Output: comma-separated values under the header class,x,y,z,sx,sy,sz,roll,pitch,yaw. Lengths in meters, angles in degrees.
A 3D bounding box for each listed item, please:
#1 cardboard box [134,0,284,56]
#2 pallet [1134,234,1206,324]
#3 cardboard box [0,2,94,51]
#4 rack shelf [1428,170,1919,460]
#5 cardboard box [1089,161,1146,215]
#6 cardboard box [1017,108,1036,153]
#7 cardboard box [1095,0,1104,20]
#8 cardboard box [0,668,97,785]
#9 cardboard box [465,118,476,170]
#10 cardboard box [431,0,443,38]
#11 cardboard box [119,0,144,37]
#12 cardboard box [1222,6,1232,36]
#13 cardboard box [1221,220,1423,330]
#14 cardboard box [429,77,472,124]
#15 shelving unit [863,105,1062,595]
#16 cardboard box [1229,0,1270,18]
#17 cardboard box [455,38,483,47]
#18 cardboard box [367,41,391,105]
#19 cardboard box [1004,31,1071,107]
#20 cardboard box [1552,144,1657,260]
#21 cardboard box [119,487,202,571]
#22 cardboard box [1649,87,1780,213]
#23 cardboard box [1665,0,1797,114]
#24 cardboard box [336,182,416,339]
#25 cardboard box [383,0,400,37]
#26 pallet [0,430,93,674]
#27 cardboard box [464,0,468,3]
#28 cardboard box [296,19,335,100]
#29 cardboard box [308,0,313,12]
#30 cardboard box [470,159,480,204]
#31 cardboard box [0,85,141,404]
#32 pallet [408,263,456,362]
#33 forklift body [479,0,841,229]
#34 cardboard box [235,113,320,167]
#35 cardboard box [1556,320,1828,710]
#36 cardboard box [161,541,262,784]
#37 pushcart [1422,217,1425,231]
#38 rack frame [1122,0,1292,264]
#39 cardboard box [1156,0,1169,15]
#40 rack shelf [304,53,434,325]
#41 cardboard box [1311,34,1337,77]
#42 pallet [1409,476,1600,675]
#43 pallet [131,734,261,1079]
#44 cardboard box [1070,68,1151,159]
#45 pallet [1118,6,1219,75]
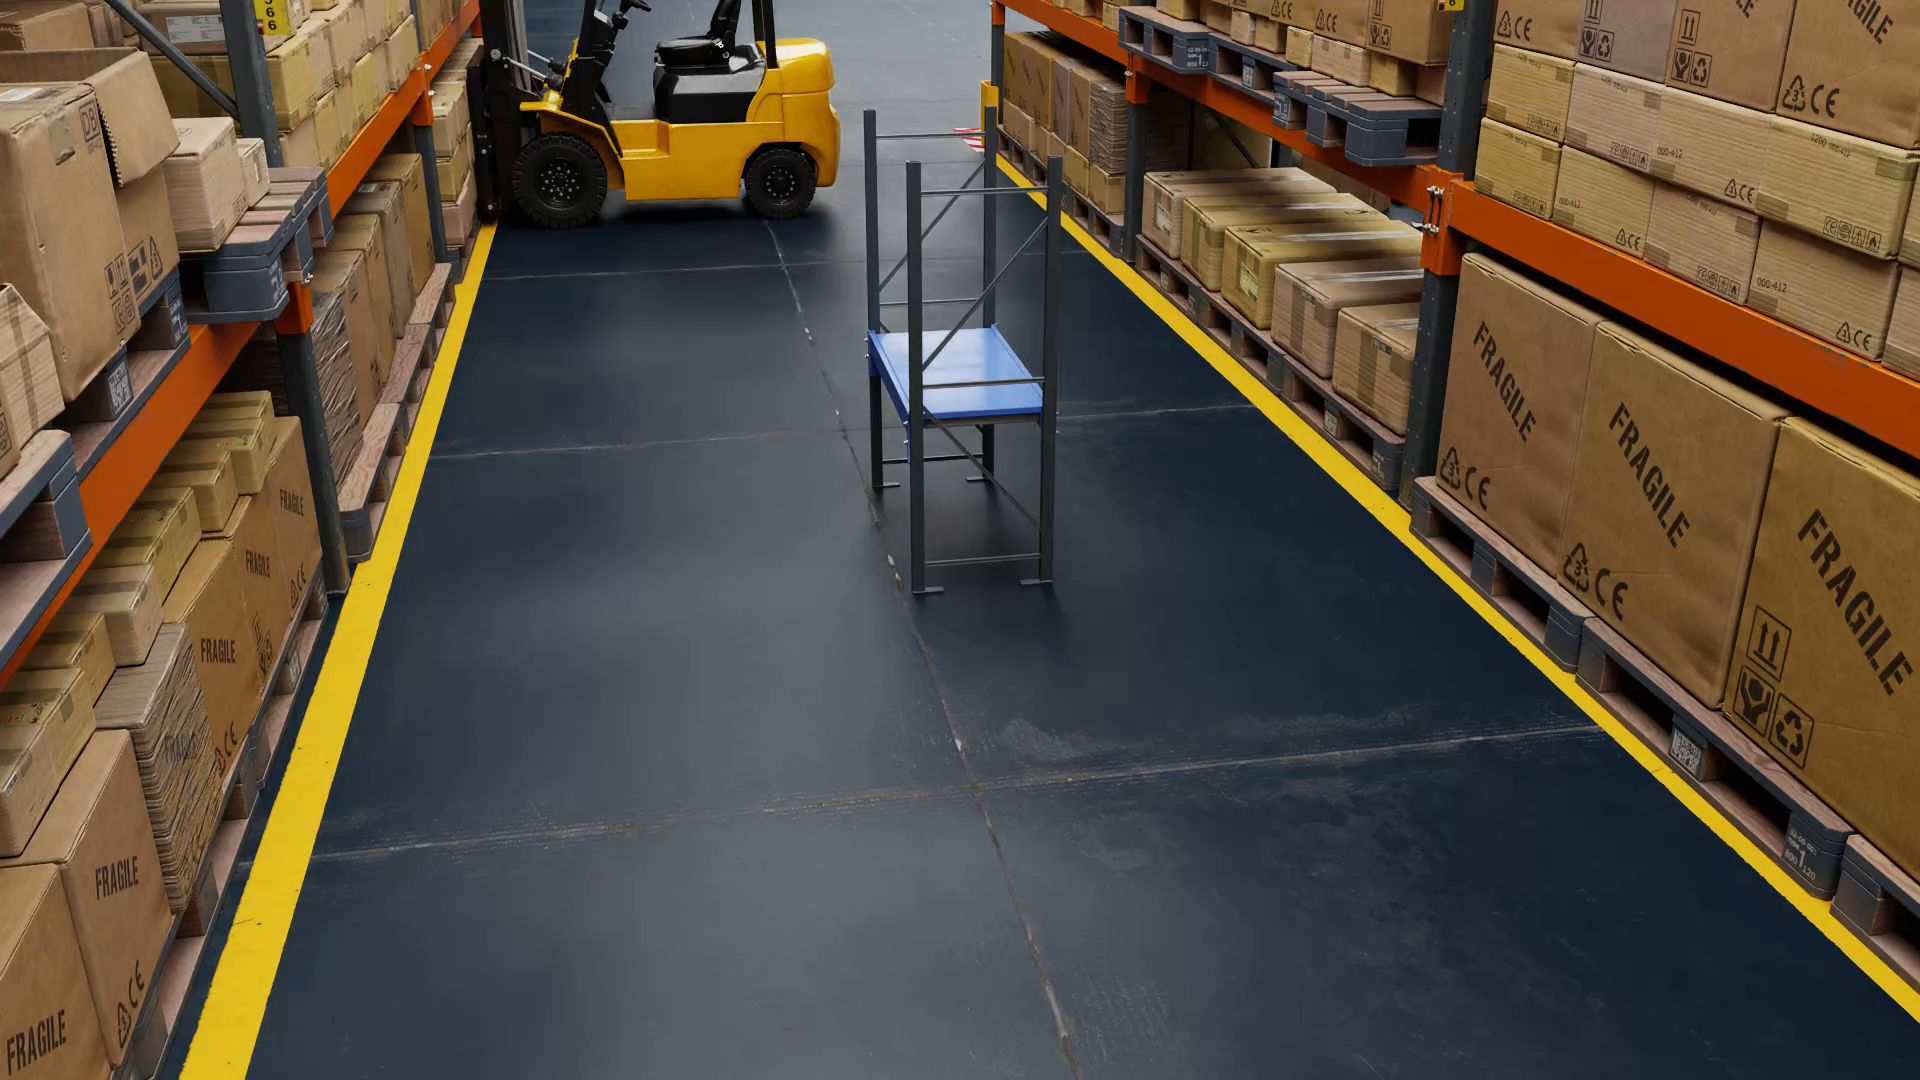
class,x,y,z,sx,sy,sz,roll,pitch,yaw
cardboard box,-2.413,-1.655,5.357,0.380,0.149,0.250,-4,24,-8
pallet,1.640,-1.523,9.474,1.003,0.211,1.213,-4,24,-10
cardboard box,-2.702,-1.189,4.576,0.500,0.500,0.500,-3,24,-7
rack shelf,2.604,-0.418,4.357,1.077,0.370,4.000,-4,24,-10
cardboard box,1.121,-2.252,10.570,0.500,0.250,0.500,-3,24,-7
cardboard box,0.719,-3.074,12.451,0.500,0.250,0.500,-3,24,-8
cardboard box,1.079,-3.401,10.603,0.380,0.149,0.250,-5,24,-10
cardboard box,-2.011,0.394,3.387,0.380,0.149,0.250,-3,24,-8
cardboard box,-3.346,-2.510,10.535,0.500,0.250,0.500,-5,24,-10
cardboard box,-3.321,-3.182,9.663,0.500,0.500,0.500,-4,24,-9
cardboard box,-3.048,-1.822,5.739,0.380,0.149,0.250,-4,24,-10
cardboard box,1.502,-2.537,8.101,0.380,0.149,0.250,-4,24,-9
cardboard box,1.861,-1.334,8.314,0.950,0.372,0.625,-4,24,-8
cardboard box,-3.352,-2.739,10.436,0.500,0.250,0.500,-3,24,-8
shelving unit,-0.016,-0.721,6.027,0.538,1.500,1.048,-4,24,-10
cardboard box,1.576,-2.683,7.623,0.500,0.500,0.500,-5,24,-12
cardboard box,-3.731,-3.544,12.279,0.500,0.250,0.500,-4,24,-8
cardboard box,-2.872,-2.096,7.489,0.500,0.250,0.500,-4,24,-9
cardboard box,0.637,-3.610,12.741,0.500,0.500,0.500,-5,24,-12
cardboard box,2.190,-1.053,5.102,0.500,0.250,0.500,-5,24,-11
cardboard box,-2.212,-0.015,4.324,0.380,0.149,0.250,-4,24,-8
cardboard box,2.260,-1.076,4.530,0.500,0.250,0.500,-4,24,-10
cardboard box,2.267,-1.427,4.395,0.500,0.500,0.500,-4,24,-8
cardboard box,-3.139,-1.332,7.995,0.875,0.625,0.625,-5,24,-10
cardboard box,-2.939,-2.523,7.841,0.500,0.250,0.500,-5,24,-11
pallet,-1.944,0.174,2.344,1.003,0.211,1.213,-4,24,-10
cardboard box,-3.687,-3.979,11.487,0.500,0.500,0.500,-4,24,-8
cardboard box,-2.577,-1.715,5.992,0.500,0.250,0.500,-4,24,-8
cardboard box,-2.673,-2.058,6.279,0.380,0.149,0.250,-4,24,-9
cardboard box,-3.366,-2.285,10.645,0.500,0.250,0.500,-4,24,-9
cardboard box,-2.014,-0.549,3.110,0.700,0.500,0.500,-4,24,-10
pallet,-3.208,-1.174,8.674,1.003,0.211,1.213,-4,24,-10
forklift body,-1.979,-3.312,11.146,2.313,2.155,1.214,-4,24,-10
cardboard box,-2.485,-1.289,5.641,0.500,0.250,0.500,-4,24,-10
cardboard box,2.441,-0.124,4.916,0.875,0.875,0.875,-4,24,-9
cardboard box,-2.172,0.342,4.318,0.500,0.500,0.500,-3,24,-7
pushcart,3.726,-2.094,10.573,1.648,0.377,0.936,-13,27,-28
rack frame,1.495,-3.107,9.617,1.000,3.000,0.127,-4,24,-10
cardboard box,1.286,-2.944,9.032,0.380,0.149,0.250,-4,24,-9
rack shelf,-3.013,-1.622,7.115,1.077,0.370,4.000,-4,24,-10
cardboard box,1.692,-2.018,6.913,0.380,0.149,0.250,-5,24,-12
pallet,2.306,0.060,5.850,1.003,0.211,1.213,-4,24,-10
pallet,-2.320,0.888,3.953,1.003,0.211,1.213,-4,24,-10
cardboard box,1.026,-2.796,10.878,0.500,0.500,0.500,-4,24,-9
pallet,1.493,-2.708,8.942,1.003,0.211,1.213,-4,24,-10
